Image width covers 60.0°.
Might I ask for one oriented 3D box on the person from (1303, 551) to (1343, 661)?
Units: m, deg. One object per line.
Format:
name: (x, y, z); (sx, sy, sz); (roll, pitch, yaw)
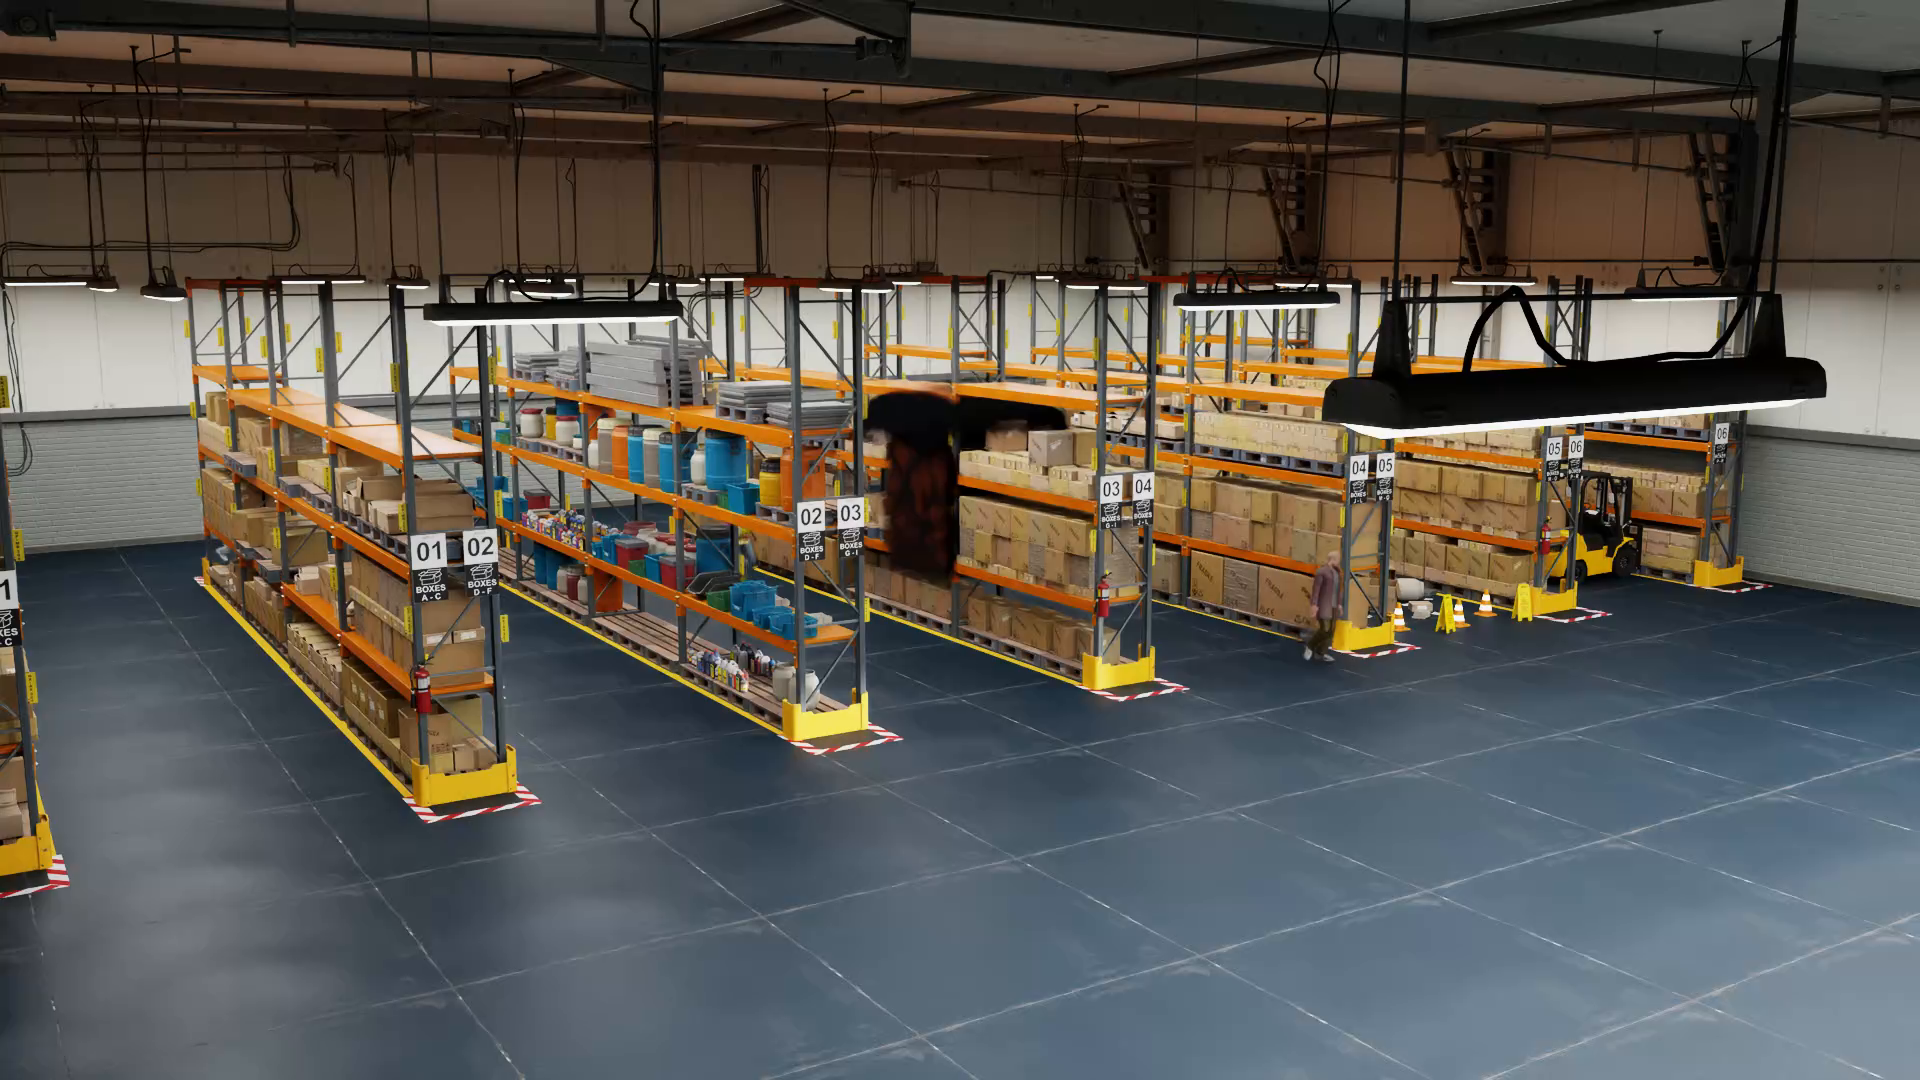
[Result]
person: (5.782, 1.040, 26.353); (0.703, 1.757, 0.530); (-8, 13, -40)

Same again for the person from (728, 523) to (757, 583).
person: (-4.058, 0.065, 31.090); (0.722, 1.682, 0.839); (-8, 13, -41)

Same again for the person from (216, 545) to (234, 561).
person: (-15.069, -0.252, 34.624); (0.843, 1.646, 0.549); (1, 10, 8)
